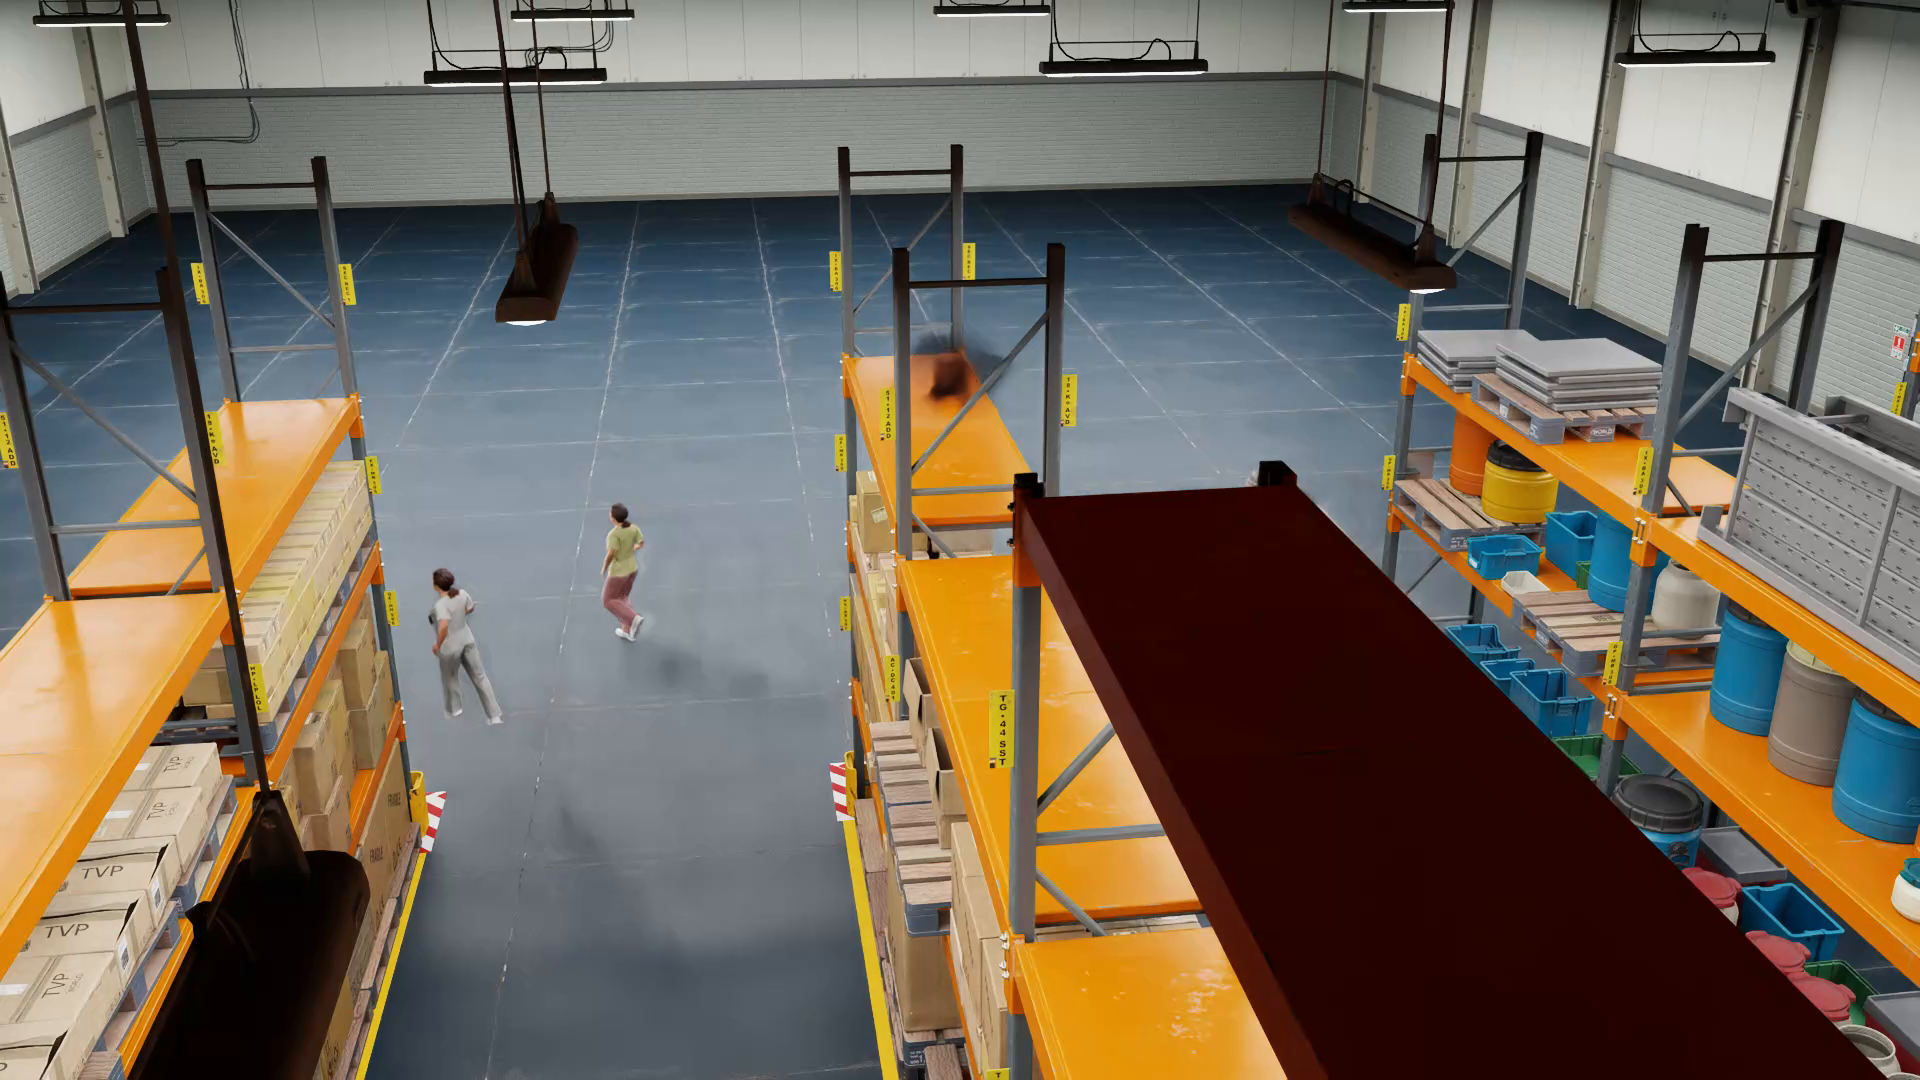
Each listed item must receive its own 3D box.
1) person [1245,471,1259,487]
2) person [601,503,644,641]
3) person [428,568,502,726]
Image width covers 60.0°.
[{"bbox_3d":[3.349,-0.004,19.306,0.891,1.674,0.614,5,22,12],"label":"person"},{"bbox_3d":[-3.737,0.364,18.510,0.577,1.624,0.625,13,25,30],"label":"person"},{"bbox_3d":[-4.835,1.063,15.925,0.843,1.719,0.606,14,25,31],"label":"person"}]
